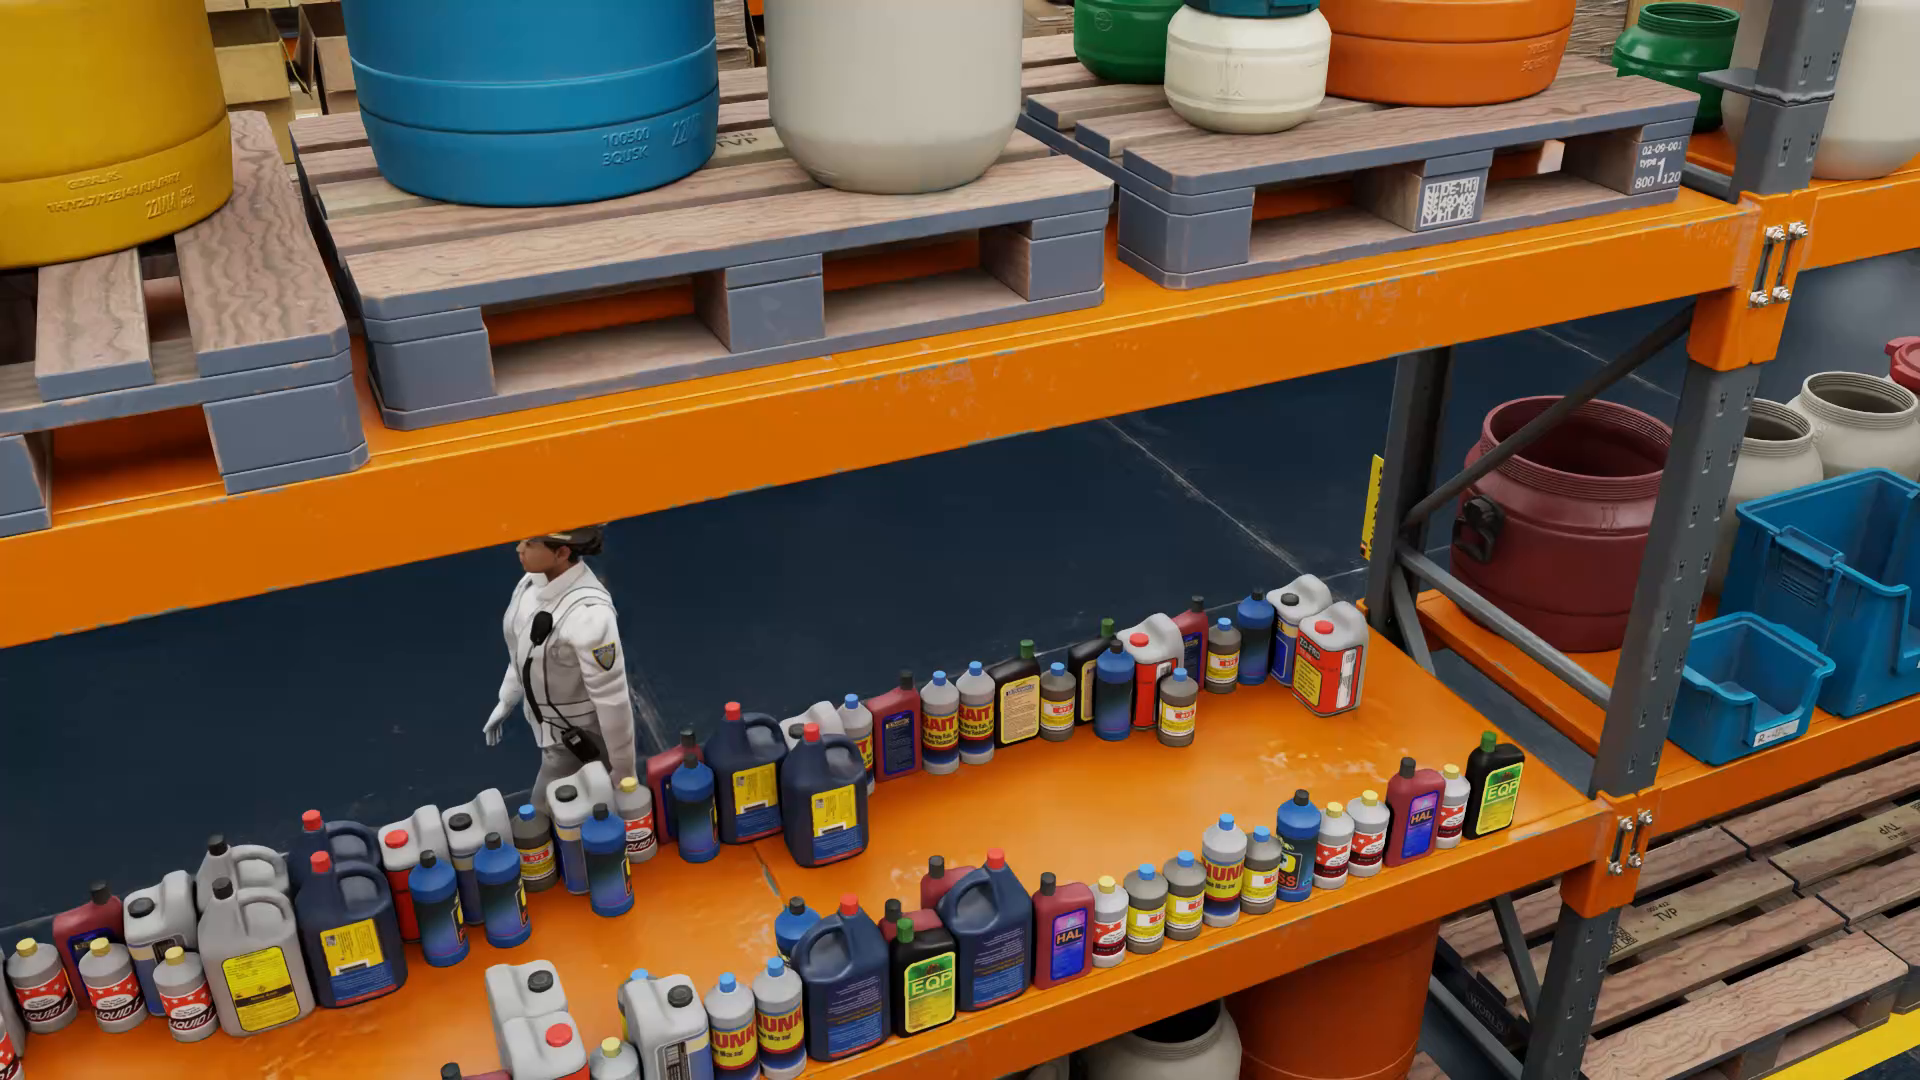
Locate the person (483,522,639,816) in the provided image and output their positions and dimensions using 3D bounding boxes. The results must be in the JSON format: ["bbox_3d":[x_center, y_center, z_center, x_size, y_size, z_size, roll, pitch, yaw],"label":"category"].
[{"bbox_3d":[-1.251,0.598,5.042,0.830,1.686,0.525,-13,32,-22],"label":"person"}]
